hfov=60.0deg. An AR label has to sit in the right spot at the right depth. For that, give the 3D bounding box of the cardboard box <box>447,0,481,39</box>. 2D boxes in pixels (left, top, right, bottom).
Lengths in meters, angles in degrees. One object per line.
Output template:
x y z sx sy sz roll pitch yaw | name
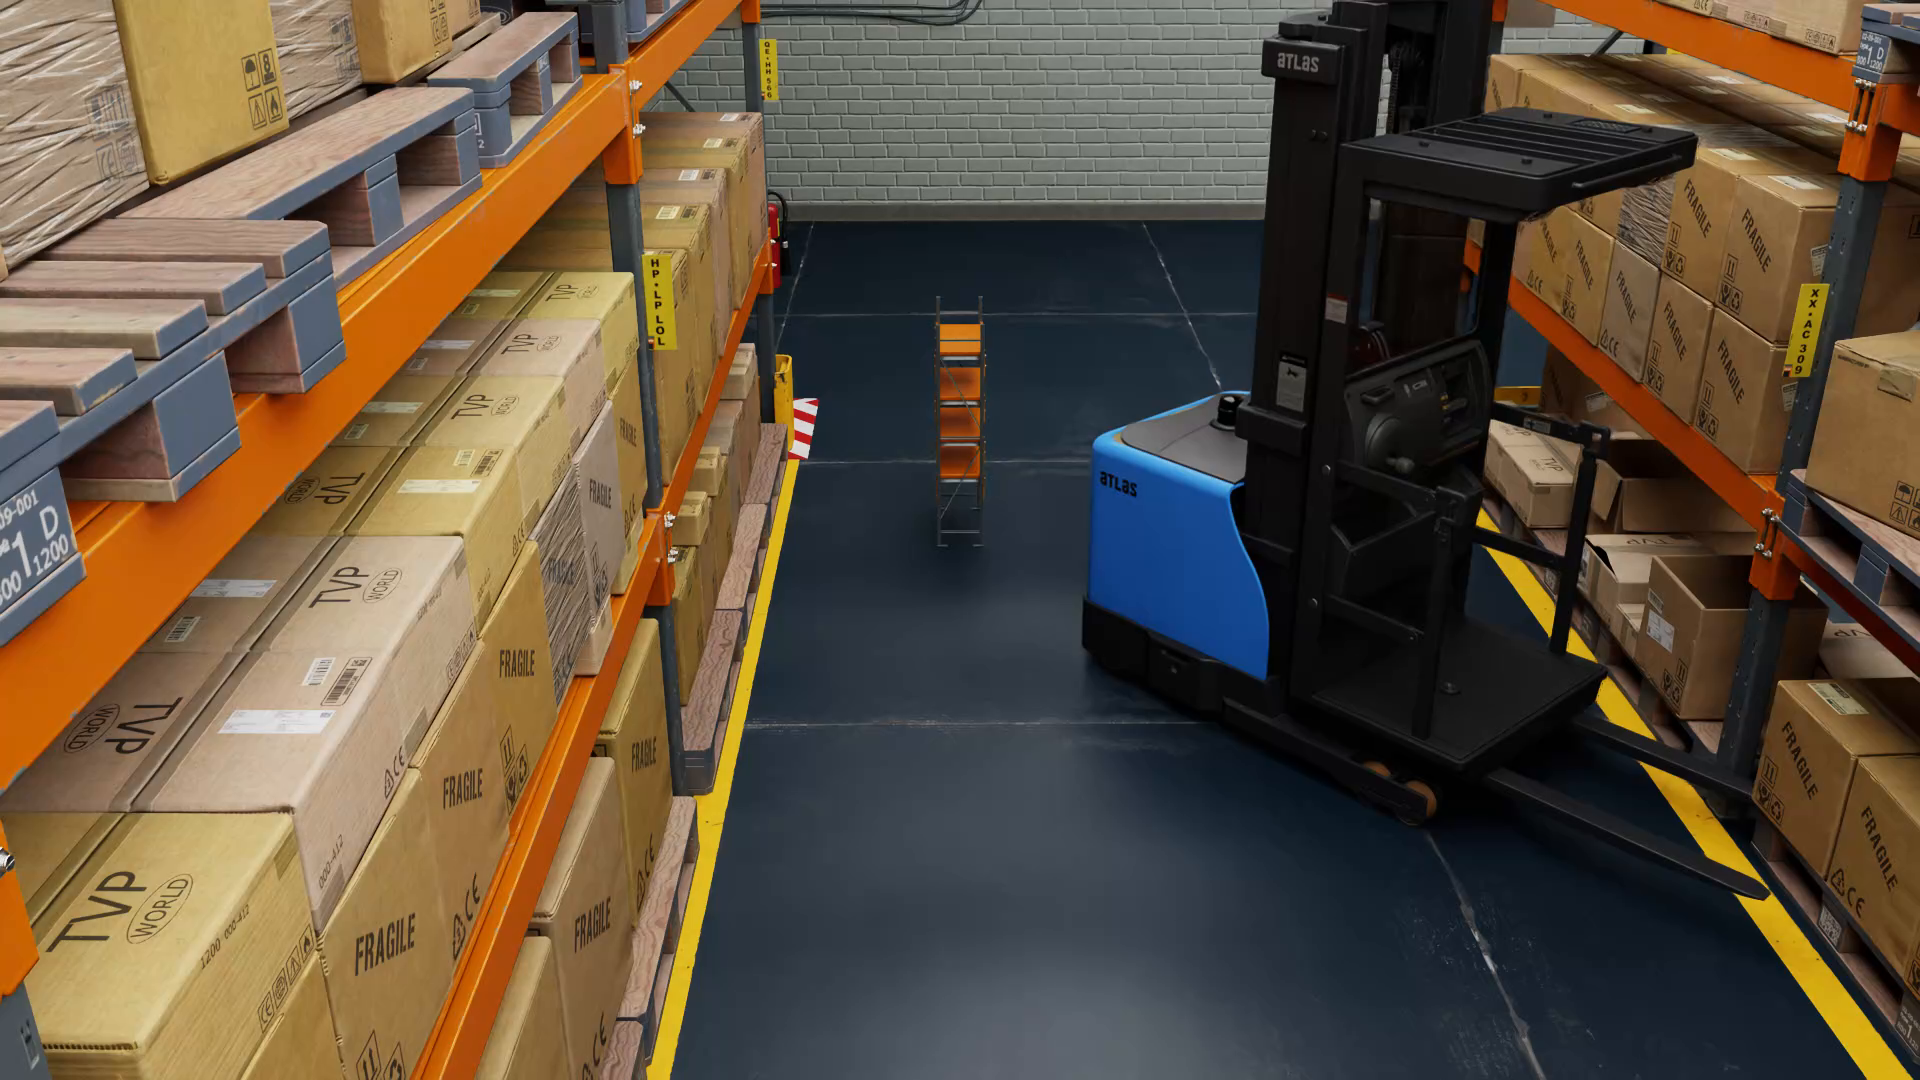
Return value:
-1.649 -1.544 4.228 0.700 0.500 0.500 -2 24 -3 | cardboard box

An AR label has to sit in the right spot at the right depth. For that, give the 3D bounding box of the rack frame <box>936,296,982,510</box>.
-0.004 -0.715 8.876 0.240 1.200 0.015 0 24 -1 | rack frame

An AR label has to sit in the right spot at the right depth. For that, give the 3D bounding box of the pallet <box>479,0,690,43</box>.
-1.547 -1.957 5.906 1.003 0.211 1.213 0 24 -1 | pallet

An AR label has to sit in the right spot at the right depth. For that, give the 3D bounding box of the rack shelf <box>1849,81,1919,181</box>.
3.427 -0.533 3.521 1.077 0.370 4.000 0 24 -1 | rack shelf

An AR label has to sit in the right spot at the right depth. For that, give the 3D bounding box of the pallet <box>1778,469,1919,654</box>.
3.304 0.099 5.123 1.003 0.211 1.213 0 24 -1 | pallet

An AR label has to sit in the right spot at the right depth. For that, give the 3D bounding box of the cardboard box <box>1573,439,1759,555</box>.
3.379 -0.155 7.948 0.797 0.503 0.637 0 24 -1 | cardboard box

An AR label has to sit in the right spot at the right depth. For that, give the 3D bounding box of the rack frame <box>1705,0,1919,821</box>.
3.405 -0.318 5.813 1.000 3.000 0.127 0 24 -1 | rack frame

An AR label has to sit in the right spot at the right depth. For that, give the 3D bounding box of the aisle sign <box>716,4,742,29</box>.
-1.293 -3.158 8.937 0.394 0.787 0.004 0 24 -1 | aisle sign

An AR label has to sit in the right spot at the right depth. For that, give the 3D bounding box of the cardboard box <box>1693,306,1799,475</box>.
3.143 -0.568 6.245 0.500 0.500 0.500 0 24 0 | cardboard box

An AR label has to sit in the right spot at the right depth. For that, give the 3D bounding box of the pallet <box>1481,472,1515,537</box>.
3.372 -0.336 9.236 1.003 0.211 1.213 0 24 -1 | pallet

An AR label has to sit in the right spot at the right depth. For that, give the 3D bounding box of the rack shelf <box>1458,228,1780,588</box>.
3.383 -0.814 7.783 1.077 0.370 4.000 0 24 -1 | rack shelf

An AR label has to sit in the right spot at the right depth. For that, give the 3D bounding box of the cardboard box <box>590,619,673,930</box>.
-1.411 0.761 5.525 0.750 0.750 0.750 0 24 0 | cardboard box

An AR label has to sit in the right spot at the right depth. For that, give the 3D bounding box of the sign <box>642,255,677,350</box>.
-1.006 -0.792 5.552 0.100 0.325 0.005 0 24 -1 | sign

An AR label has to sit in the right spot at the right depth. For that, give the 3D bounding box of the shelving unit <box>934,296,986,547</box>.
-0.002 -0.615 8.654 0.258 1.200 0.503 0 24 -1 | shelving unit

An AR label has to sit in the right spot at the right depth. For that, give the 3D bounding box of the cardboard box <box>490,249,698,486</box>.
-1.538 -0.654 6.193 0.980 0.700 0.700 0 24 0 | cardboard box

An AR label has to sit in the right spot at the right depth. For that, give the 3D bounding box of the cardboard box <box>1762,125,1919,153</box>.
3.670 -1.439 6.956 0.500 0.500 0.500 -1 24 -2 | cardboard box

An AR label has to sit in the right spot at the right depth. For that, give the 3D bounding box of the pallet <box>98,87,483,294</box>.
-1.580 -0.652 3.141 1.003 0.211 1.213 1 24 2 | pallet

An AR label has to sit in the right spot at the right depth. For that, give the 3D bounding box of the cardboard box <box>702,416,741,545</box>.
-1.473 -0.293 8.282 0.700 0.500 0.500 -1 24 -2 | cardboard box

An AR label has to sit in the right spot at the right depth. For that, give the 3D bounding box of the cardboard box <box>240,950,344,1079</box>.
-1.254 0.963 2.475 0.500 0.500 0.500 0 24 1 | cardboard box

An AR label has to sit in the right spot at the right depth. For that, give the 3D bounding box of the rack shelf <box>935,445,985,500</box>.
-0.002 -0.373 8.763 0.258 0.148 0.480 0 24 -1 | rack shelf

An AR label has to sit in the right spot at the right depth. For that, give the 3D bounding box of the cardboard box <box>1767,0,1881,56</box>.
3.134 -1.815 5.666 0.500 0.250 0.500 0 24 -1 | cardboard box

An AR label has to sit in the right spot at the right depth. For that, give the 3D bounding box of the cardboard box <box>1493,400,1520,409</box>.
3.022 -0.693 9.569 0.380 0.149 0.250 0 24 -1 | cardboard box

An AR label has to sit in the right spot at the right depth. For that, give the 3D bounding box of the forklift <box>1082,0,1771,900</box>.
1.914 -0.485 6.266 1.130 2.935 3.031 -21 31 -38 | forklift

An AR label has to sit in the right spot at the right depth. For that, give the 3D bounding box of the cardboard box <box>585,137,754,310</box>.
-1.557 -1.569 8.215 0.980 0.700 0.700 0 24 -1 | cardboard box

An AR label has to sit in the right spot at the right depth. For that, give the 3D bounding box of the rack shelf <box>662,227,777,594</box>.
-1.570 -0.790 7.730 1.077 0.370 4.000 0 24 -1 | rack shelf

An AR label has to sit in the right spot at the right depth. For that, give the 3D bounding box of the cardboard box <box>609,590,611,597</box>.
-1.278 0.160 5.036 0.380 0.149 0.250 0 24 1 | cardboard box

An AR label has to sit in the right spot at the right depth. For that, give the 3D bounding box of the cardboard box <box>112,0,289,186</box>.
-1.619 -0.904 2.814 0.700 0.500 0.500 1 24 2 | cardboard box

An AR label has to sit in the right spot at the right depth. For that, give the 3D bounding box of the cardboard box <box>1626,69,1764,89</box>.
3.647 -2.077 8.367 0.500 0.500 0.500 0 24 1 | cardboard box

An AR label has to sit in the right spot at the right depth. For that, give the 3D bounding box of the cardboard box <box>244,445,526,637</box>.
-1.280 -0.004 3.701 0.500 0.250 0.500 -1 24 -2 | cardboard box

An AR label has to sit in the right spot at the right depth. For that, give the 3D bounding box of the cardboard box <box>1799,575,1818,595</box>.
3.597 0.242 7.478 0.380 0.166 0.250 0 24 -1 | cardboard box

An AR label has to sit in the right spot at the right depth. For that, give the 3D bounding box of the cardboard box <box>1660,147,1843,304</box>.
3.132 -1.237 6.511 0.500 0.500 0.500 -1 24 -2 | cardboard box

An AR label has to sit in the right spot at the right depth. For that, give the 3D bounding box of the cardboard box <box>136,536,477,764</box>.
-1.268 0.207 3.236 0.500 0.250 0.500 0 24 0 | cardboard box

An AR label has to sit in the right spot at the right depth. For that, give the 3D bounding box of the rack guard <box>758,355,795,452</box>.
-1.592 -0.813 9.941 1.175 0.500 0.348 0 24 -1 | rack guard

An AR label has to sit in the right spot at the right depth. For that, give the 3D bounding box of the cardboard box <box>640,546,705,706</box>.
-1.454 0.345 6.871 0.700 0.500 0.500 0 24 0 | cardboard box

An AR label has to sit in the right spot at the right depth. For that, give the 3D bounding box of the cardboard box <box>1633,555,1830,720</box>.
3.115 0.387 6.753 0.500 0.500 0.500 0 24 -1 | cardboard box

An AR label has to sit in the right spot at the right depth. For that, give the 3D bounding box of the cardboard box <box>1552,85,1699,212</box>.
3.116 -1.862 7.891 0.500 0.500 0.500 0 24 0 | cardboard box

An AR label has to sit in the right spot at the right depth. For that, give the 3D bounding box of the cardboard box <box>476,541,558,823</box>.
-1.268 0.328 3.878 0.500 0.500 0.500 0 24 1 | cardboard box

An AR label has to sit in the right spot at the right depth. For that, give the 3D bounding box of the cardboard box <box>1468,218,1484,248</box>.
3.102 -1.828 9.029 0.500 0.500 0.500 0 24 1 | cardboard box

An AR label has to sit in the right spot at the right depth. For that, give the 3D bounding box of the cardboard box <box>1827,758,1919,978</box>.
3.183 1.041 5.308 0.500 0.500 0.500 0 24 0 | cardboard box

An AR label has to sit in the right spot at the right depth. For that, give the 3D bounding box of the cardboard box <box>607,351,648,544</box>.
-1.291 -0.295 5.256 0.500 0.500 0.500 -1 24 -1 | cardboard box

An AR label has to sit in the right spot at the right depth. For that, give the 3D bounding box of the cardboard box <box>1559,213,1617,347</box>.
3.120 -1.202 7.647 0.500 0.500 0.500 0 24 0 | cardboard box

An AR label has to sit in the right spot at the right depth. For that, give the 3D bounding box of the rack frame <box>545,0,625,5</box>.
-1.548 -3.027 4.524 1.000 3.000 0.127 0 24 -1 | rack frame

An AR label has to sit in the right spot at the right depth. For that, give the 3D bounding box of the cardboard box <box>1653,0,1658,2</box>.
3.124 -2.433 7.032 0.500 0.250 0.500 0 24 -1 | cardboard box

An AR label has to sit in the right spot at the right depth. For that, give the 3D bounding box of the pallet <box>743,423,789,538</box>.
-1.505 -0.342 9.251 1.003 0.211 1.213 0 24 -1 | pallet

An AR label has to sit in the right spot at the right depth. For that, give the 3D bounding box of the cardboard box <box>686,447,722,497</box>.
-1.281 -0.308 7.527 0.380 0.149 0.250 -1 24 -2 | cardboard box
